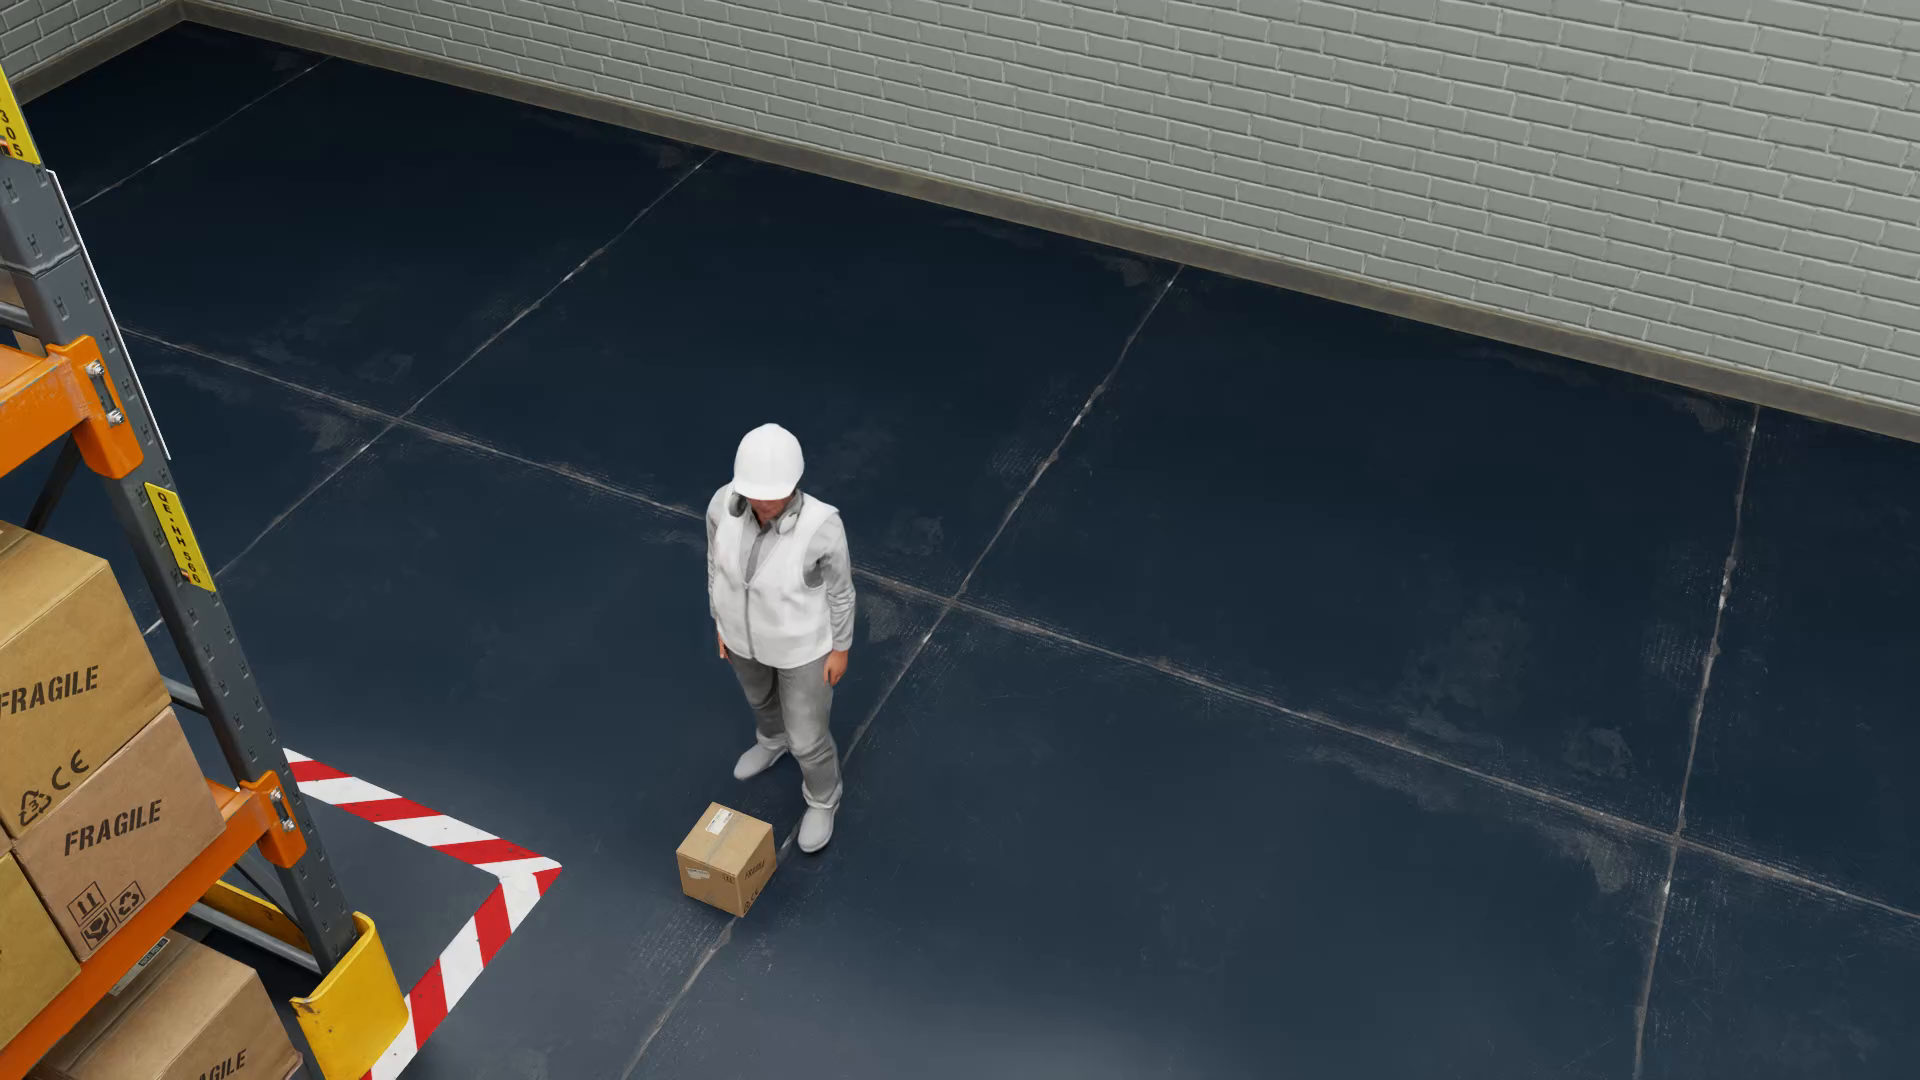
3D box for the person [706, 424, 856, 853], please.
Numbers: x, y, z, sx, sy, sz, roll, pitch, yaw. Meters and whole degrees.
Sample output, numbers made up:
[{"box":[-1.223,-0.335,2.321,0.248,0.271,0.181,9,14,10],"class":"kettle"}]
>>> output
[{"box":[-0.629,0.321,5.806,0.572,1.792,0.498,17,45,18],"class":"person"}]
